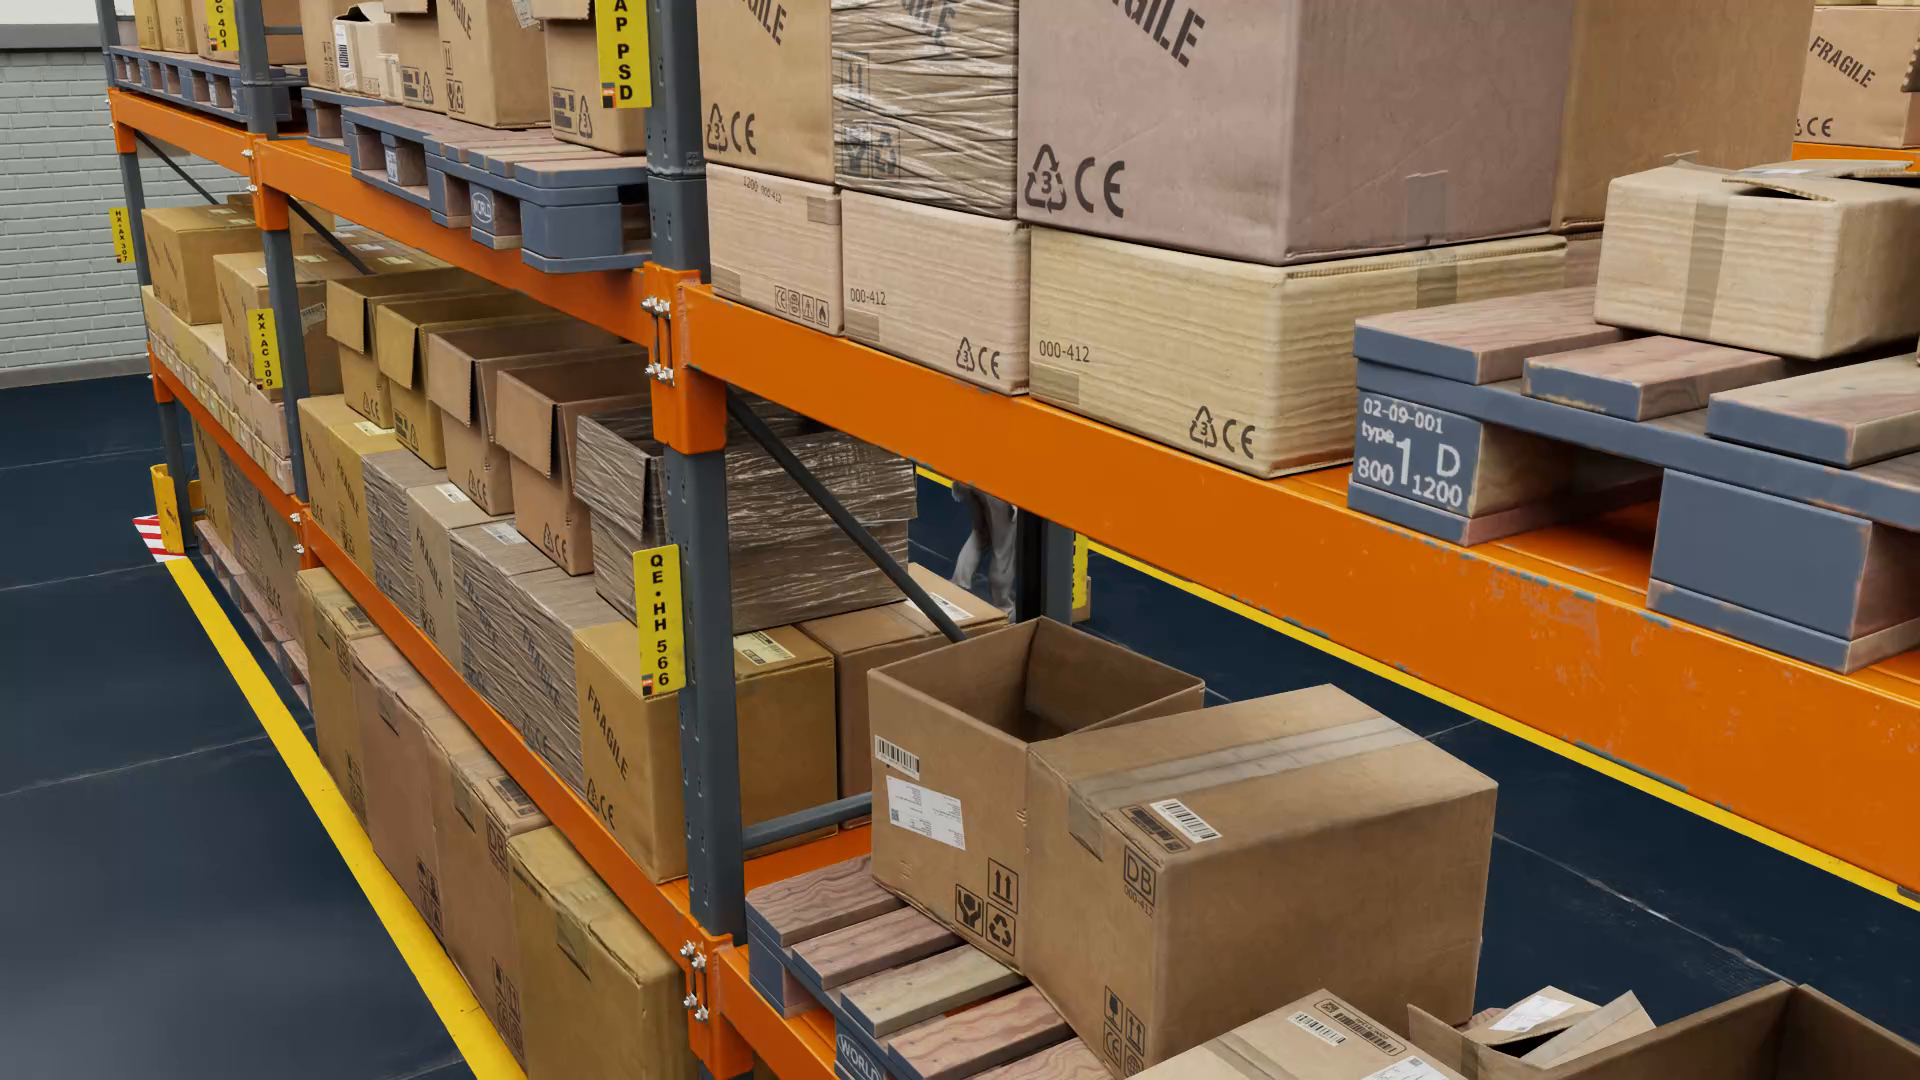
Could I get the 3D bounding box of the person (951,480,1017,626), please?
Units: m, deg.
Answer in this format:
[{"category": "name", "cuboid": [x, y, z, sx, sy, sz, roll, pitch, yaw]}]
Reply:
[{"category": "person", "cuboid": [0.204, -0.300, 8.918, 0.484, 1.656, 0.516, -16, 24, -40]}]
